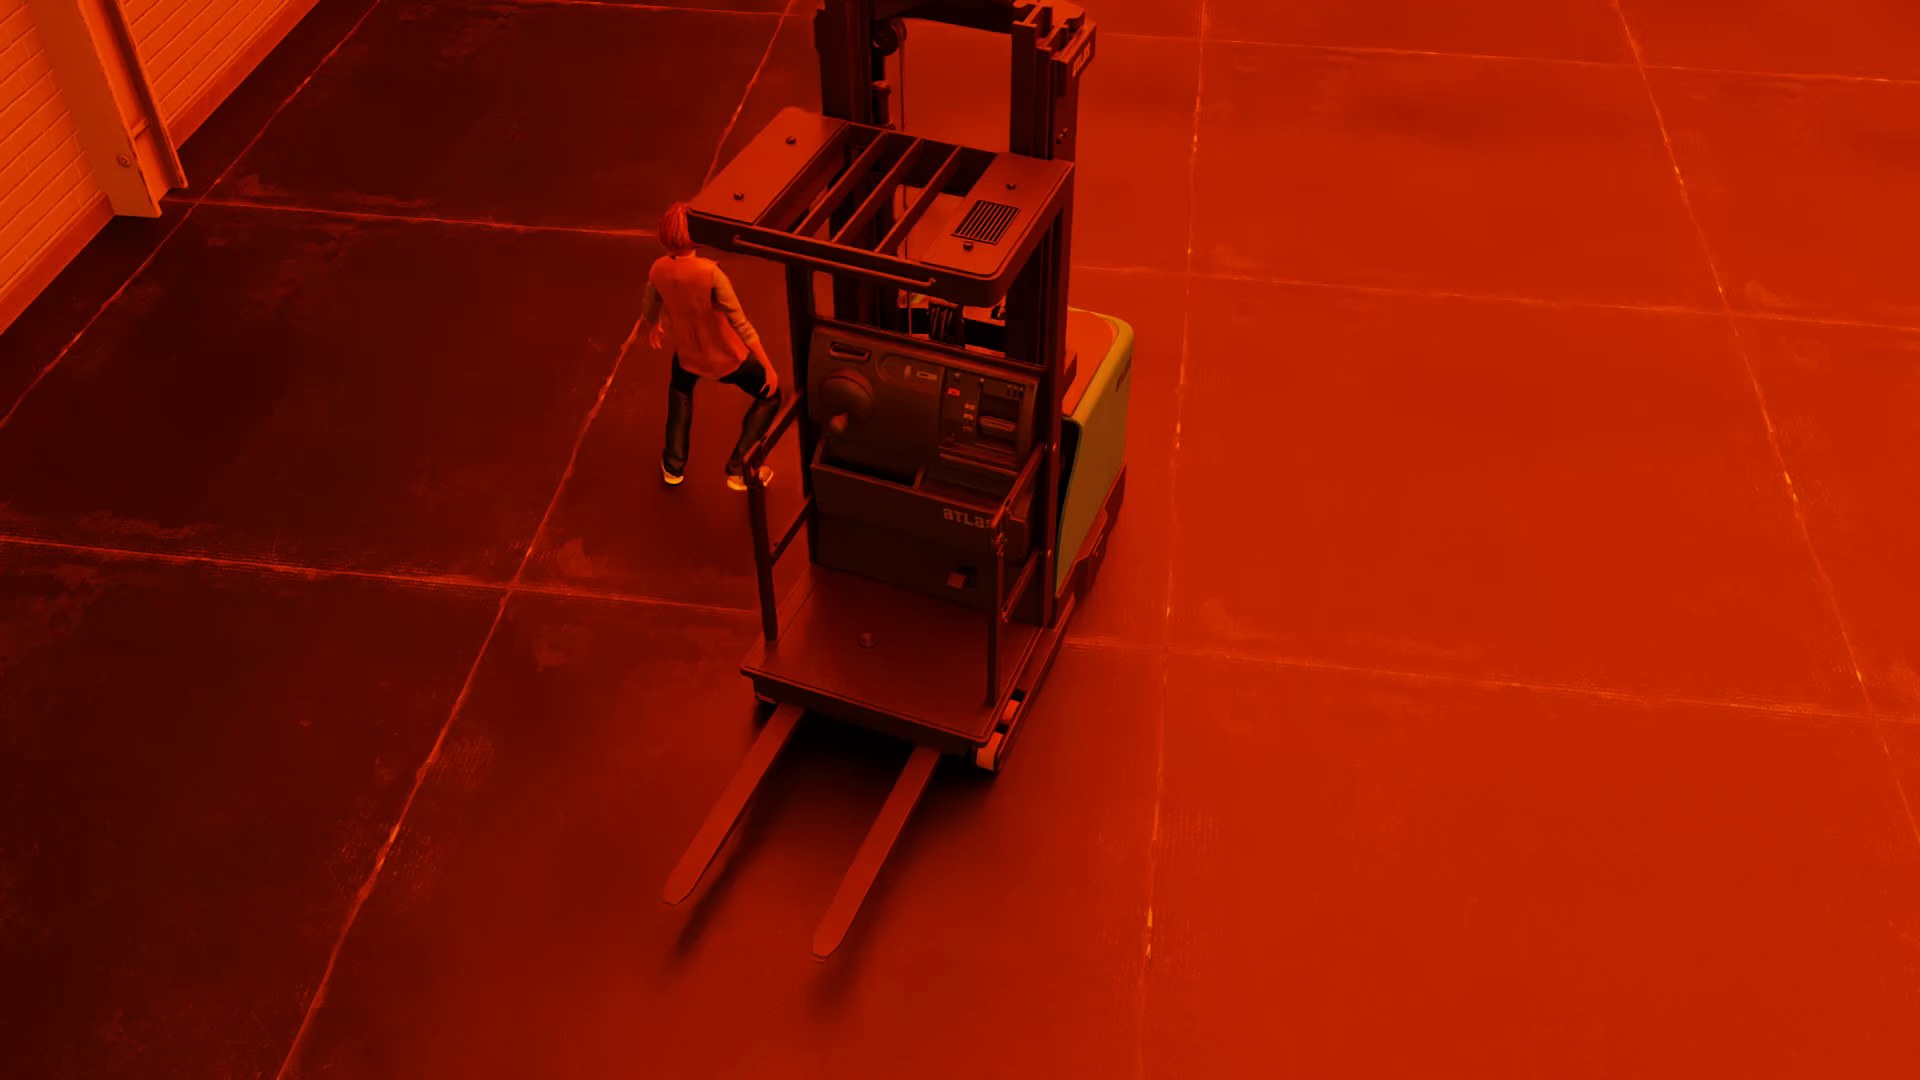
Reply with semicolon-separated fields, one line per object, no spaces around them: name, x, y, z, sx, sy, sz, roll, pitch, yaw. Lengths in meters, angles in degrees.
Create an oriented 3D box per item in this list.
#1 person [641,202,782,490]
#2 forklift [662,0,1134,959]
person;-1.155;-0.877;7.746;0.763;1.507;0.445;18;46;19
forklift;-0.229;-0.456;6.221;1.130;2.935;3.031;15;45;16
